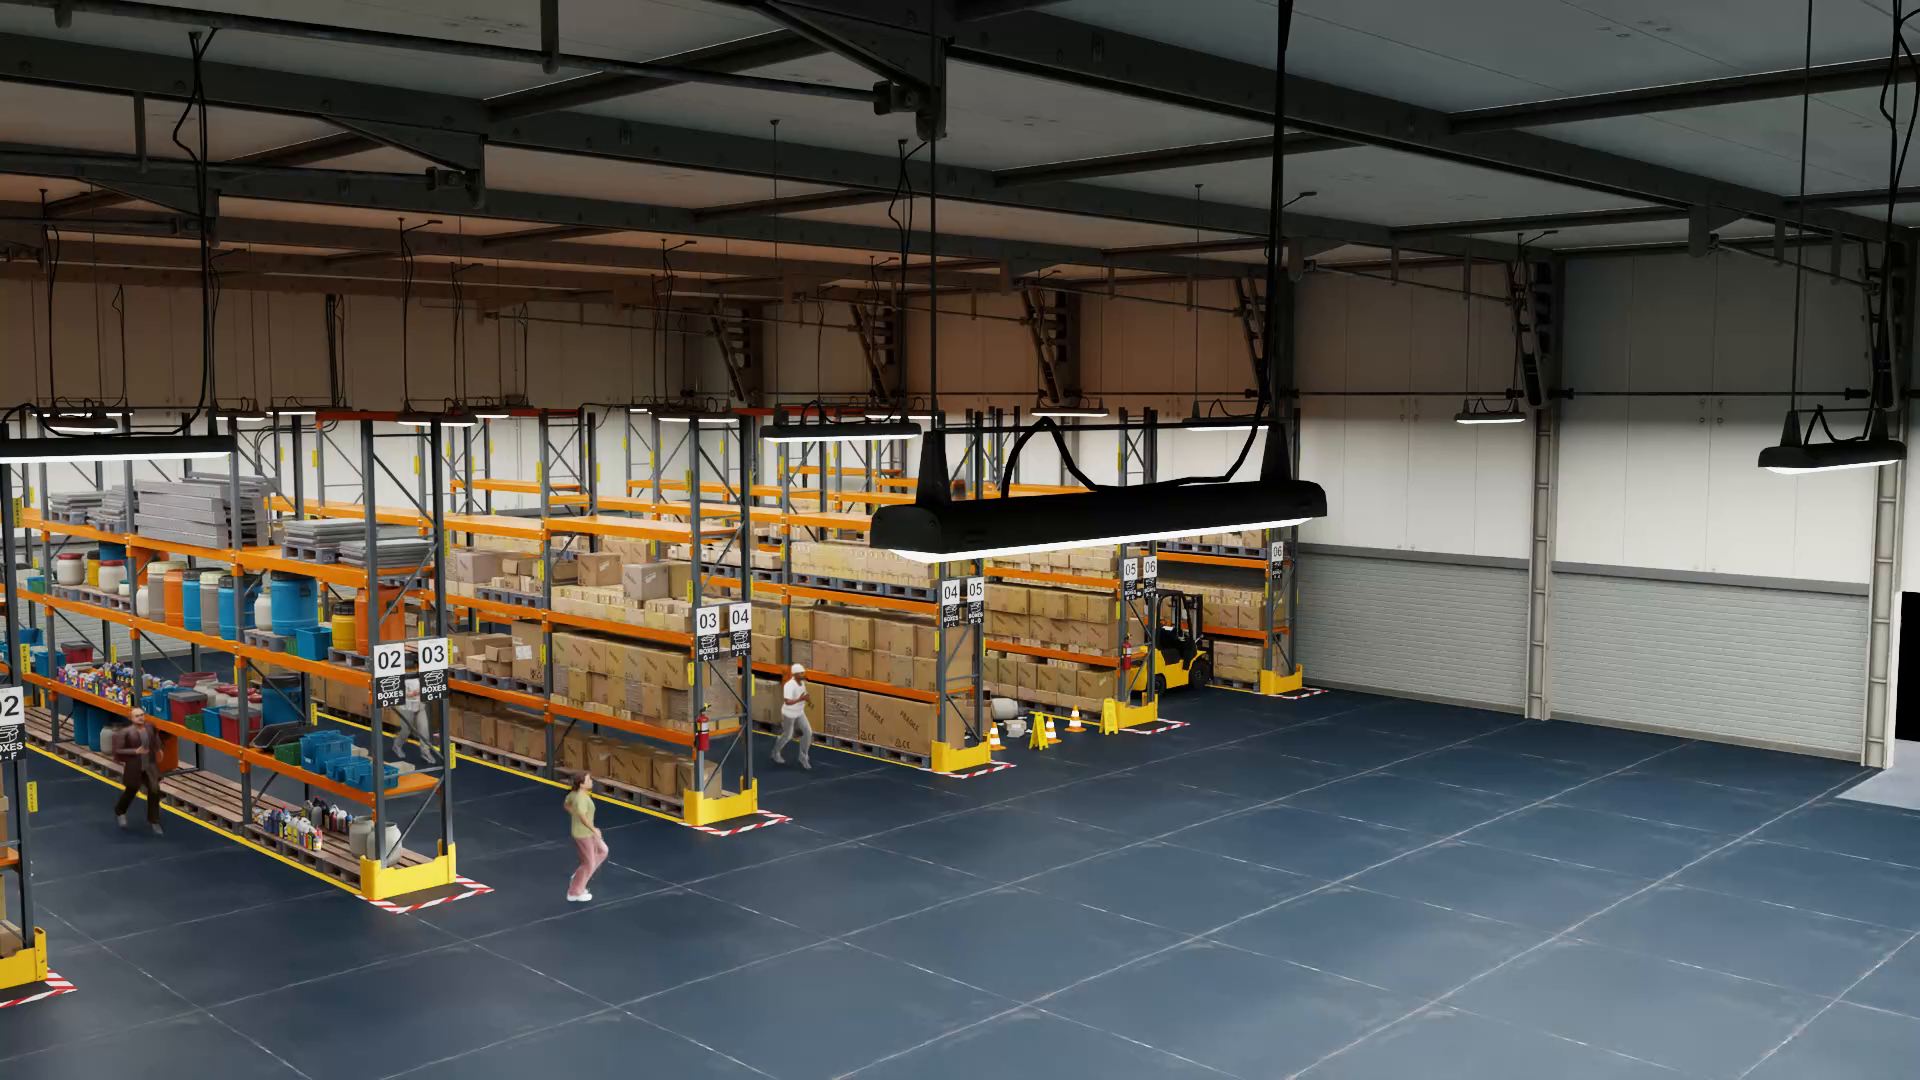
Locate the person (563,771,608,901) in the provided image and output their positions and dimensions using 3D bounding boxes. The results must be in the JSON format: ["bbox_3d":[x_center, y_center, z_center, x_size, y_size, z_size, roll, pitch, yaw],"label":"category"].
[{"bbox_3d":[-4.650,3.680,20.762,0.546,1.634,0.602,-2,6,-24],"label":"person"}]

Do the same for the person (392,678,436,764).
[{"bbox_3d":[-9.394,2.905,28.501,0.917,1.809,0.653,3,6,34],"label":"person"}]

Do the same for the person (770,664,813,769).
[{"bbox_3d":[-2.840,2.987,28.049,0.863,1.827,0.674,3,6,31],"label":"person"}]

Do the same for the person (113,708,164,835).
[{"bbox_3d":[-11.867,3.317,24.032,1.002,1.829,0.728,4,7,41],"label":"person"}]
